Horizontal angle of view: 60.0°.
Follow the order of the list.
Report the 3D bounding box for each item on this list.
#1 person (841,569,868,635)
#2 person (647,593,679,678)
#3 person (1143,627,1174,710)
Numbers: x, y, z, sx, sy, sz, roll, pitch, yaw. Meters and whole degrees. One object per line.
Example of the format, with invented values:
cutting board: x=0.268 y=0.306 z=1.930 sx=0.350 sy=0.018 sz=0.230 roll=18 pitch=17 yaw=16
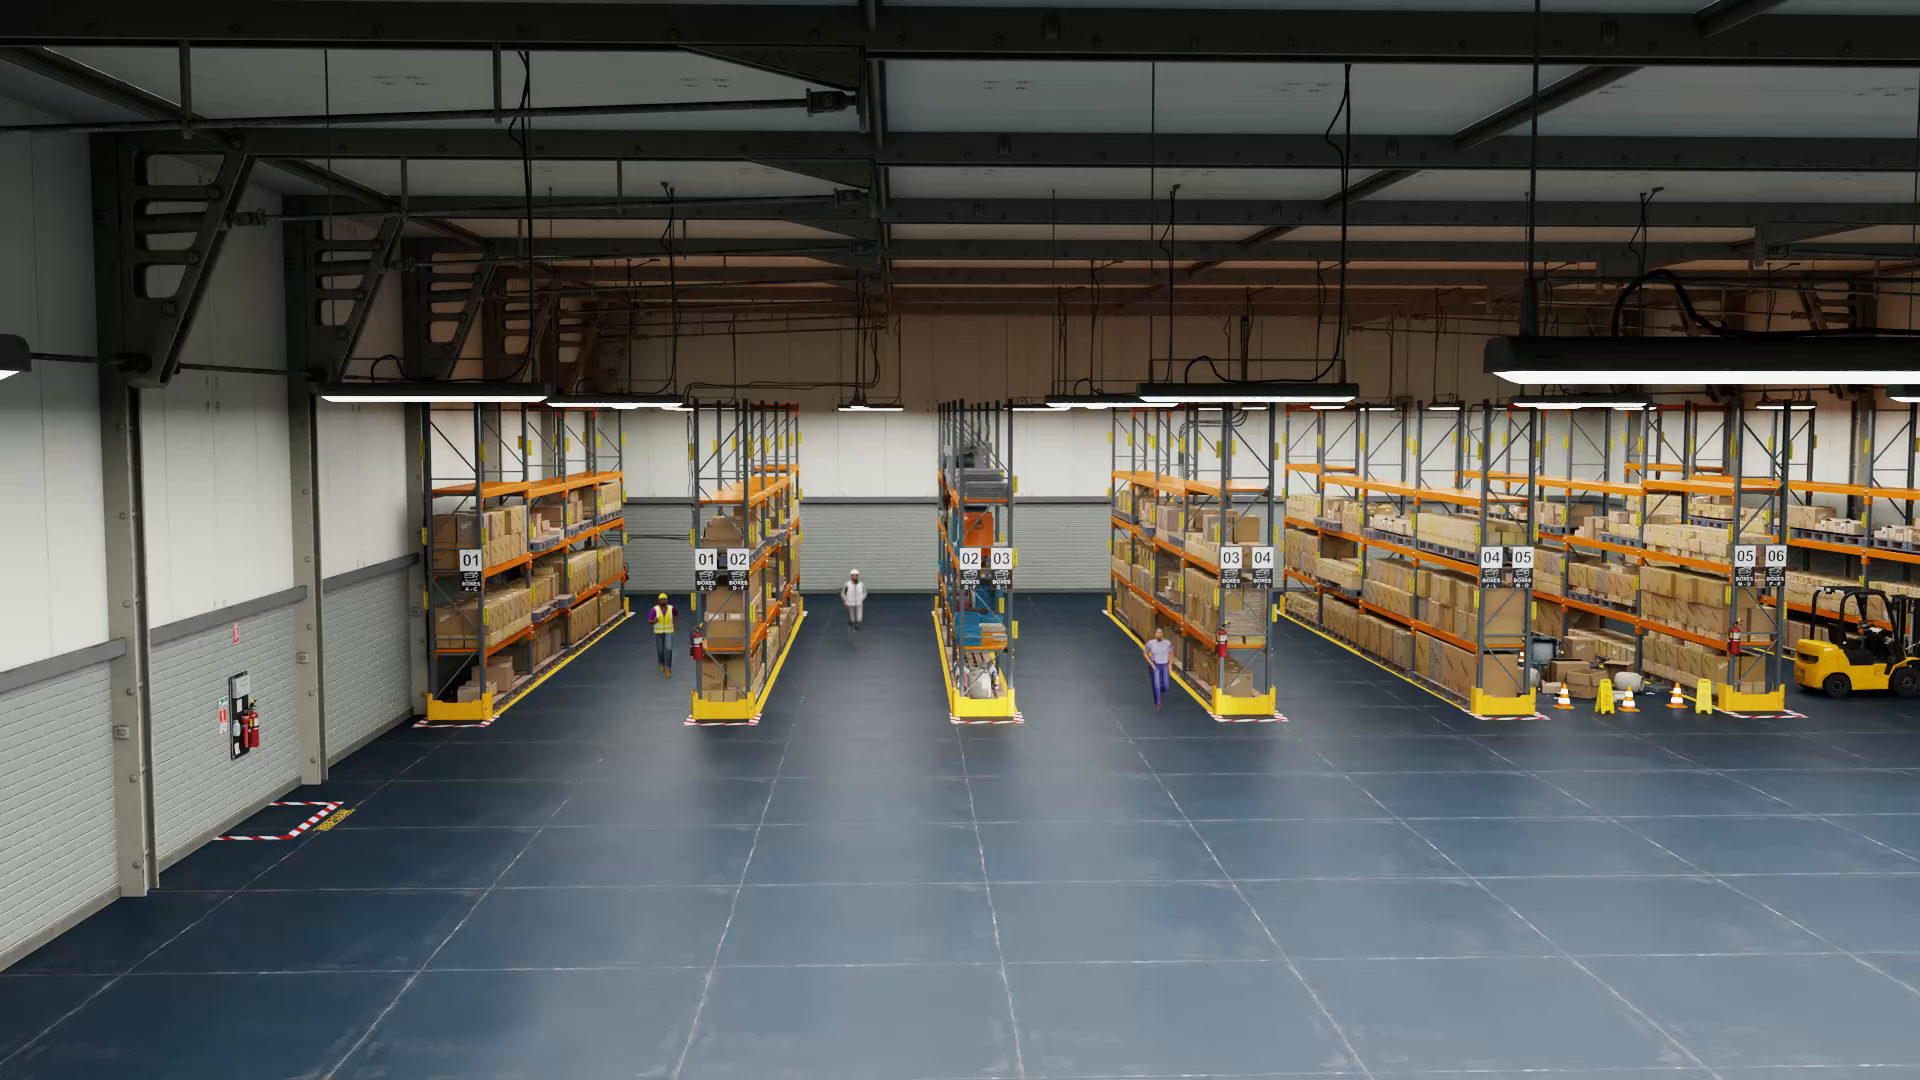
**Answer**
person: x=-2.584 y=1.530 z=40.876 sx=0.658 sy=1.607 sz=0.572 roll=-1 pitch=4 yaw=-14
person: x=-6.485 y=2.063 z=36.364 sx=0.683 sy=1.808 sz=0.845 roll=-1 pitch=4 yaw=-11
person: x=3.862 y=2.489 z=32.324 sx=0.604 sy=1.605 sz=0.582 roll=0 pitch=4 yaw=-3
